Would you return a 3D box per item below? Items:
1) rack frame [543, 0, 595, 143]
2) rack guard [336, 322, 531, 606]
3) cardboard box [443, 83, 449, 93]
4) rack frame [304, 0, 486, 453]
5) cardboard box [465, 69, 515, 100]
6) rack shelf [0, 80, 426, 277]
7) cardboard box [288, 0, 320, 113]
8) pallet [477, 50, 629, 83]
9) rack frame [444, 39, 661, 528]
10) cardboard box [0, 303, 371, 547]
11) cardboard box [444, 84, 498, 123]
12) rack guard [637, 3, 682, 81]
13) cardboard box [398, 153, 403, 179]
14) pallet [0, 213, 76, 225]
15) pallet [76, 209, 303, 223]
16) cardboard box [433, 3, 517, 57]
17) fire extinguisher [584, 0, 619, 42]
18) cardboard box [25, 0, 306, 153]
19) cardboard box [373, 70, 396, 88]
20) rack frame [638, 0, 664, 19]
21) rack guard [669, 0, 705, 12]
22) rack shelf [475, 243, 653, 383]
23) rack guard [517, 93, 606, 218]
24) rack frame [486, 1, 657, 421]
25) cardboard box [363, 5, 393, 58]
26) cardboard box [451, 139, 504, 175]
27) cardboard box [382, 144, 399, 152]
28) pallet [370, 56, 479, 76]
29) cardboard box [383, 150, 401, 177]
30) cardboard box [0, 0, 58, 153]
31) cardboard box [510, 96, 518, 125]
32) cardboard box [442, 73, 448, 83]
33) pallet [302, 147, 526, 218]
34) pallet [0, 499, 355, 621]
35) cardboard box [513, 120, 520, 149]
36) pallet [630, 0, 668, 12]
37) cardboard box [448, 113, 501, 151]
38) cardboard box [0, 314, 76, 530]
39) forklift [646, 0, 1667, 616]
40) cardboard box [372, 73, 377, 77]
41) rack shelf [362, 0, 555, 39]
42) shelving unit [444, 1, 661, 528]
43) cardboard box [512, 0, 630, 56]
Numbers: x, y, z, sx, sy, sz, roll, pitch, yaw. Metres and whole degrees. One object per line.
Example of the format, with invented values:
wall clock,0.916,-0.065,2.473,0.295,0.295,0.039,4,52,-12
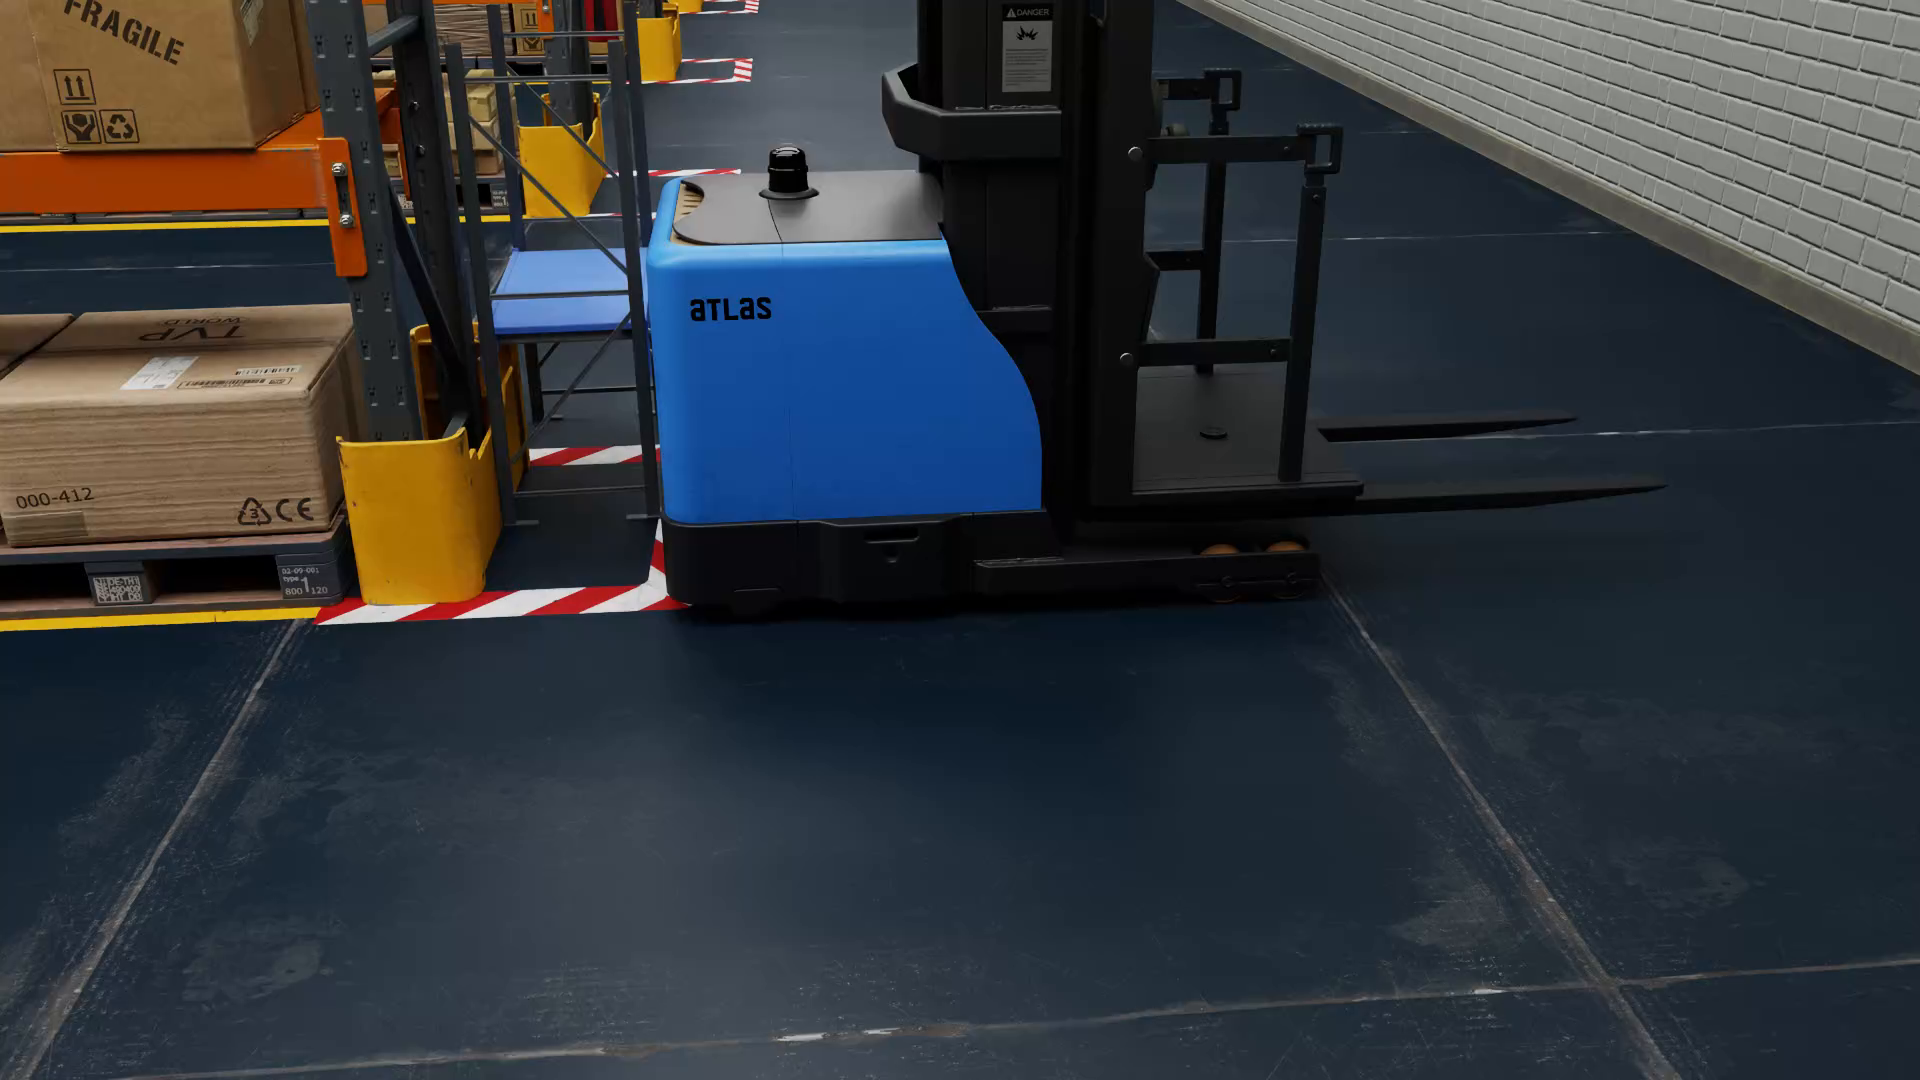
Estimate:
rack frame,-2.242,-3.416,9.242,0.127,3.000,1.000,-2,24,-5
rack guard,-1.631,-0.278,5.259,0.348,0.500,1.175,-2,24,-5
cardboard box,-3.000,-2.466,9.366,0.250,0.149,0.380,-2,24,-4
rack frame,-1.655,-1.419,4.749,0.127,3.000,1.000,-2,24,-5
cardboard box,-2.797,-2.693,9.877,0.250,0.149,0.380,-3,24,-8
rack shelf,-3.645,-1.010,4.716,4.000,0.370,1.077,-2,24,-5
cardboard box,-2.161,-1.562,4.947,0.500,0.500,0.500,-2,24,-6
pallet,-3.417,-4.087,14.185,1.213,0.211,1.003,-2,24,-5
rack frame,-1.223,-0.746,5.081,0.500,1.500,0.032,-3,24,-7
cardboard box,-2.302,-0.373,5.034,0.875,0.438,0.875,-3,24,-7
cardboard box,-2.744,-2.453,9.337,0.250,0.149,0.380,-2,24,-5
rack guard,-2.605,-4.283,14.271,0.348,0.500,1.175,-2,24,-5
cardboard box,-2.991,-2.148,9.383,0.250,0.149,0.380,-2,24,-4
pallet,-5.558,-2.023,9.541,1.213,0.211,1.003,-2,24,-5
pallet,-4.341,-2.073,9.654,1.213,0.211,1.003,-2,24,-5
cardboard box,-4.164,-4.551,13.896,0.875,0.875,0.875,-2,24,-5
fire extinguisher,-1.946,-3.034,8.936,0.183,0.674,0.296,-2,24,-5
cardboard box,-2.109,-1.338,4.445,0.500,0.500,0.500,-2,24,-5
cardboard box,-3.323,-2.675,9.836,0.250,0.149,0.380,-2,24,-5
rack frame,-2.629,-5.425,13.761,0.127,3.000,1.000,-2,24,-5
rack guard,-3.093,-6.291,18.787,0.348,0.500,1.175,-2,24,-5
rack shelf,-1.294,-0.786,5.614,0.538,0.185,1.000,-3,24,-7
rack guard,-2.318,-2.271,9.743,0.348,0.500,1.175,-2,24,-5
rack frame,-1.365,-1.155,6.001,0.500,1.500,0.032,-3,24,-7
cardboard box,-5.049,-4.516,13.816,0.875,0.875,0.875,-2,24,-5
cardboard box,-2.745,-2.200,9.499,0.250,0.149,0.380,-2,24,-4
cardboard box,-3.256,-2.283,9.320,0.250,0.149,0.380,-3,24,-7
pallet,-4.628,-4.039,14.078,1.213,0.211,1.003,-2,24,-5
cardboard box,-3.263,-2.173,9.438,0.250,0.149,0.380,-2,24,-5
cardboard box,-2.610,-1.325,4.414,0.500,0.500,0.500,-3,24,-6
cardboard box,-2.789,-2.524,9.862,0.250,0.149,0.380,-1,24,-3
cardboard box,-3.059,-2.634,9.743,0.250,0.149,0.380,-2,24,-4
pallet,-3.130,-2.120,9.761,1.213,0.211,1.003,-2,24,-5
pallet,-2.443,-0.081,5.173,1.213,0.211,1.003,-2,24,-5
cardboard box,-2.795,-2.413,9.980,0.250,0.149,0.380,-2,24,-4
pallet,-3.940,-6.135,18.793,1.213,0.211,1.003,-2,24,-5
cardboard box,-2.739,-2.304,9.368,0.250,0.149,0.380,-3,24,-7
cardboard box,-3.212,-0.333,4.945,0.875,0.438,0.875,-2,24,-4
forklift,0.620,-1.368,4.719,3.031,2.935,1.130,-3,24,-6
cardboard box,-3.561,-2.632,9.739,0.250,0.149,0.380,-3,24,-8
rack shelf,-4.232,-3.007,9.208,4.000,0.370,1.077,-2,24,-5
shelving unit,-1.294,-0.950,5.541,0.538,1.500,1.048,-3,24,-7
cardboard box,-3.258,-4.588,13.977,0.875,0.875,0.875,-2,24,-5
